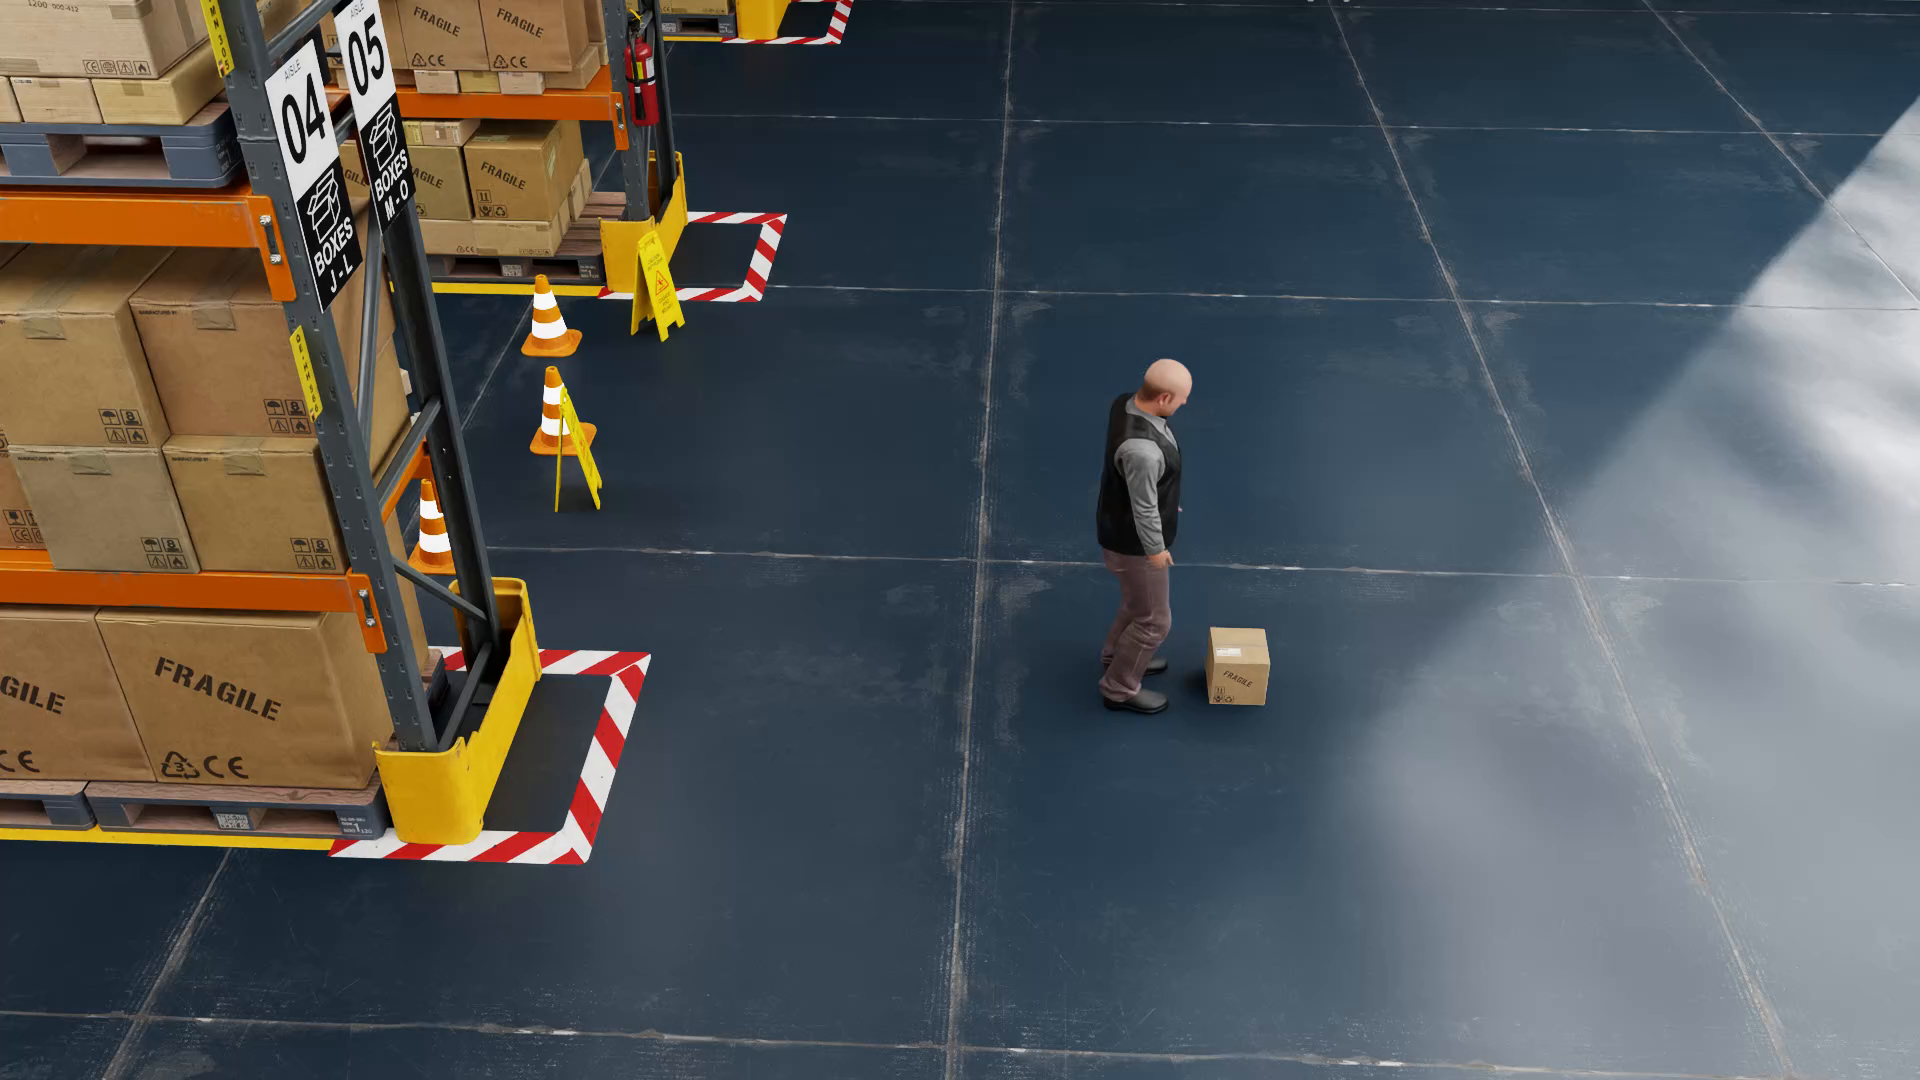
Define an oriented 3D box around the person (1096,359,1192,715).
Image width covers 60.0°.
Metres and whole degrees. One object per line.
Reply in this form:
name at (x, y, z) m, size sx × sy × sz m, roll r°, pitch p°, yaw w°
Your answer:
person at (0.778, -0.032, 7.212) m, size 0.378 × 1.698 × 0.546 m, roll 2°, pitch 36°, yaw 3°
